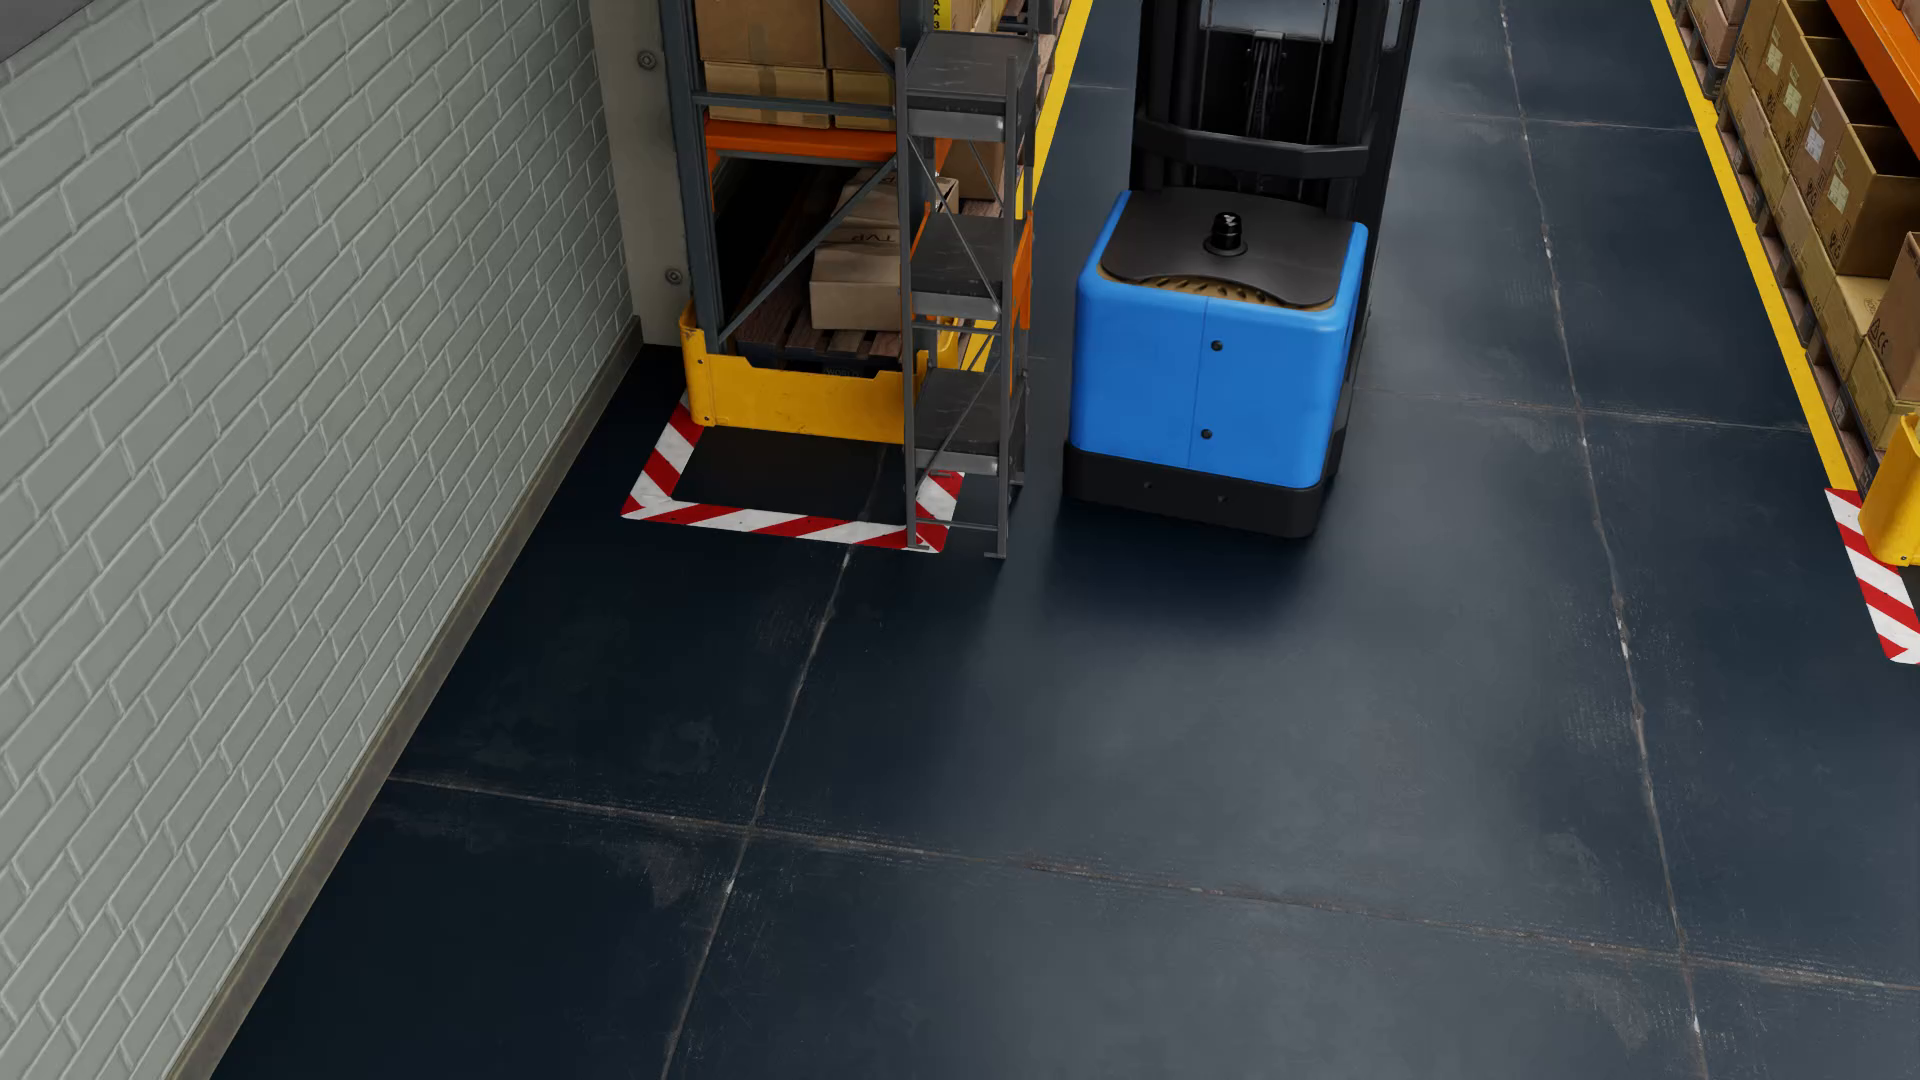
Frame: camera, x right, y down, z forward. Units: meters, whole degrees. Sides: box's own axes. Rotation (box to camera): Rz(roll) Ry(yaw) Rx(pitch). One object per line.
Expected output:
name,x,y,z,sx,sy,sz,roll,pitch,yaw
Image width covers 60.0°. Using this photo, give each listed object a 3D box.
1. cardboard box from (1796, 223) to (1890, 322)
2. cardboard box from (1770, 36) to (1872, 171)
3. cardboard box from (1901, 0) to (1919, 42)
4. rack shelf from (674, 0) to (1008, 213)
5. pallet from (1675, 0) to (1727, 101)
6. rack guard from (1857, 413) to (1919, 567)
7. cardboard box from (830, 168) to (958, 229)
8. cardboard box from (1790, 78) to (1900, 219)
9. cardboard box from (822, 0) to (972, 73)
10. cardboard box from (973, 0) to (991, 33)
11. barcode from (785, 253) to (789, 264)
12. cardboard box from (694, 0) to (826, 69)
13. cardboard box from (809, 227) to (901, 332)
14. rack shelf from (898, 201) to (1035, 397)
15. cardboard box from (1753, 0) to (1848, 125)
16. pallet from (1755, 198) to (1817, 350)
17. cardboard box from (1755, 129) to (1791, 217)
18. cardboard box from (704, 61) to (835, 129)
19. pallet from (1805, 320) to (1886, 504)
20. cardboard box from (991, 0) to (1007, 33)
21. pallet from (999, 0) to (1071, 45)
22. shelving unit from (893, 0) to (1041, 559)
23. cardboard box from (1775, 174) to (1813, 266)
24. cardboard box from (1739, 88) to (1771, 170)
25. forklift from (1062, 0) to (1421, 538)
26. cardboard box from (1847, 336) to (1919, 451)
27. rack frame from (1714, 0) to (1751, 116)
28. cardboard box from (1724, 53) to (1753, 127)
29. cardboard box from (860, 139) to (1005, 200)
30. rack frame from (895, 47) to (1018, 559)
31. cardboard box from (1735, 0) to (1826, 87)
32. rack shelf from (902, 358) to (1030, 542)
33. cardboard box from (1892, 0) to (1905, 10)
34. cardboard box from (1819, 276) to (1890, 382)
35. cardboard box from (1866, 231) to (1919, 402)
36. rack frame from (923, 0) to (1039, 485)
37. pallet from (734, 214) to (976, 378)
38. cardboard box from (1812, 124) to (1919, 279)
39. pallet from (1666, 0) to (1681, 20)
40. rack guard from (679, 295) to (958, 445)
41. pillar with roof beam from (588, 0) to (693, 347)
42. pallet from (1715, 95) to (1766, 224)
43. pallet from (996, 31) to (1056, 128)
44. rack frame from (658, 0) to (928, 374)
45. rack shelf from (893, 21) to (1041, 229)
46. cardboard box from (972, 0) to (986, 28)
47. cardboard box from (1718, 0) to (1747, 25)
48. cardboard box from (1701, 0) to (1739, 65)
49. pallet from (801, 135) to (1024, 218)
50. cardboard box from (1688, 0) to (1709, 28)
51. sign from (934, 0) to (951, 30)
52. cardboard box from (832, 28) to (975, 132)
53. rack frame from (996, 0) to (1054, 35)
cardboard box,4.223,-1.224,7.705,0.500,0.250,0.500,6,40,8
cardboard box,4.392,-2.141,8.225,0.500,0.500,0.500,6,40,8
cardboard box,4.620,-2.426,7.251,0.700,0.500,0.500,8,40,9
rack shelf,-0.272,-2.646,8.160,1.077,0.370,4.000,6,40,8
pallet,5.043,-3.026,10.244,1.003,0.211,1.213,6,40,8
rack guard,4.257,-0.145,6.533,1.175,0.500,0.348,6,40,8
cardboard box,-0.311,-1.583,8.075,0.500,0.311,0.500,10,41,11
cardboard box,4.307,-1.827,7.846,0.500,0.500,0.500,6,40,8
cardboard box,-0.240,-2.173,6.538,0.500,0.500,0.500,6,40,8
cardboard box,-0.145,-2.216,7.178,0.500,0.250,0.500,5,40,6
barcode,-0.801,-1.284,7.707,0.001,0.075,0.075,6,40,8
cardboard box,-0.746,-2.226,6.602,0.500,0.500,0.500,6,40,7
cardboard box,-0.410,-1.225,7.643,0.500,0.311,0.500,2,40,3
rack shelf,0.029,-0.903,6.215,0.431,0.518,0.480,6,40,8
cardboard box,4.486,-2.454,8.604,0.500,0.500,0.500,6,40,8
pallet,4.566,-1.297,8.153,1.003,0.211,1.213,6,40,8
cardboard box,4.392,-1.852,8.464,0.500,0.250,0.500,6,40,8
cardboard box,-0.728,-1.932,6.835,0.500,0.250,0.500,7,40,8
pallet,4.352,-0.534,7.230,1.003,0.211,1.213,6,40,8
cardboard box,-0.051,-2.535,7.564,0.500,0.250,0.500,6,40,7
pallet,0.207,-3.592,10.929,1.003,0.211,1.213,6,40,8
shelving unit,0.029,-0.913,6.206,0.431,2.100,0.503,6,40,8
cardboard box,4.311,-1.538,8.084,0.500,0.250,0.500,6,40,8
cardboard box,4.483,-2.165,8.843,0.500,0.250,0.500,6,40,8
forklift,1.342,-2.084,6.971,1.130,2.935,3.031,11,41,13
cardboard box,4.063,-0.595,6.944,0.500,0.250,0.500,6,40,8
rack frame,4.954,-3.634,8.791,1.000,3.000,0.127,6,40,8
cardboard box,4.575,-2.479,9.222,0.500,0.250,0.500,6,40,8
cardboard box,-0.135,-2.111,8.565,0.700,0.500,0.500,4,40,5
rack frame,-0.013,-0.760,6.021,0.400,2.100,0.015,6,40,8
cardboard box,4.565,-2.769,8.985,0.500,0.500,0.500,6,40,8
rack shelf,0.029,-0.363,6.661,0.431,0.518,0.480,6,40,8
cardboard box,4.707,-2.747,7.640,0.700,0.500,0.500,7,40,8
cardboard box,4.138,-0.910,7.325,0.500,0.250,0.500,6,40,8
cardboard box,4.061,-0.884,6.705,0.500,0.500,0.500,6,40,8
rack frame,0.071,-1.066,6.392,0.400,2.100,0.015,6,40,8
pallet,-0.430,-1.147,7.971,1.003,0.211,1.213,6,40,8
cardboard box,4.220,-1.513,7.466,0.500,0.500,0.500,6,40,8
pallet,5.251,-3.794,11.173,1.003,0.211,1.213,6,40,8
rack guard,-0.605,-0.752,7.267,1.175,0.500,0.348,6,40,8
pillar with roof beam,2.891,-4.040,4.574,9.100,9.000,0.400,6,40,8
pallet,4.775,-2.065,9.082,1.003,0.211,1.213,6,40,8
pallet,-0.007,-2.678,9.823,1.003,0.211,1.213,6,40,8
rack frame,-0.618,-1.668,6.413,1.000,3.000,0.127,6,40,8
rack shelf,0.029,-1.442,5.769,0.431,0.518,0.480,6,40,8
cardboard box,-0.144,-2.482,6.912,0.500,0.500,0.500,7,40,8
cardboard box,4.741,-3.238,9.701,0.500,0.311,0.500,6,40,8
cardboard box,4.740,-3.028,9.887,0.500,0.250,0.500,6,40,7
pallet,-0.216,-1.910,8.894,1.003,0.211,1.213,6,40,8
cardboard box,4.829,-3.346,10.271,0.500,0.250,0.500,6,40,7
sign,-0.084,-1.942,6.065,0.100,0.325,0.005,6,40,8
cardboard box,-0.221,-1.889,6.782,0.500,0.250,0.500,5,40,6
rack frame,0.074,-4.178,9.449,1.000,3.000,0.127,6,40,8
